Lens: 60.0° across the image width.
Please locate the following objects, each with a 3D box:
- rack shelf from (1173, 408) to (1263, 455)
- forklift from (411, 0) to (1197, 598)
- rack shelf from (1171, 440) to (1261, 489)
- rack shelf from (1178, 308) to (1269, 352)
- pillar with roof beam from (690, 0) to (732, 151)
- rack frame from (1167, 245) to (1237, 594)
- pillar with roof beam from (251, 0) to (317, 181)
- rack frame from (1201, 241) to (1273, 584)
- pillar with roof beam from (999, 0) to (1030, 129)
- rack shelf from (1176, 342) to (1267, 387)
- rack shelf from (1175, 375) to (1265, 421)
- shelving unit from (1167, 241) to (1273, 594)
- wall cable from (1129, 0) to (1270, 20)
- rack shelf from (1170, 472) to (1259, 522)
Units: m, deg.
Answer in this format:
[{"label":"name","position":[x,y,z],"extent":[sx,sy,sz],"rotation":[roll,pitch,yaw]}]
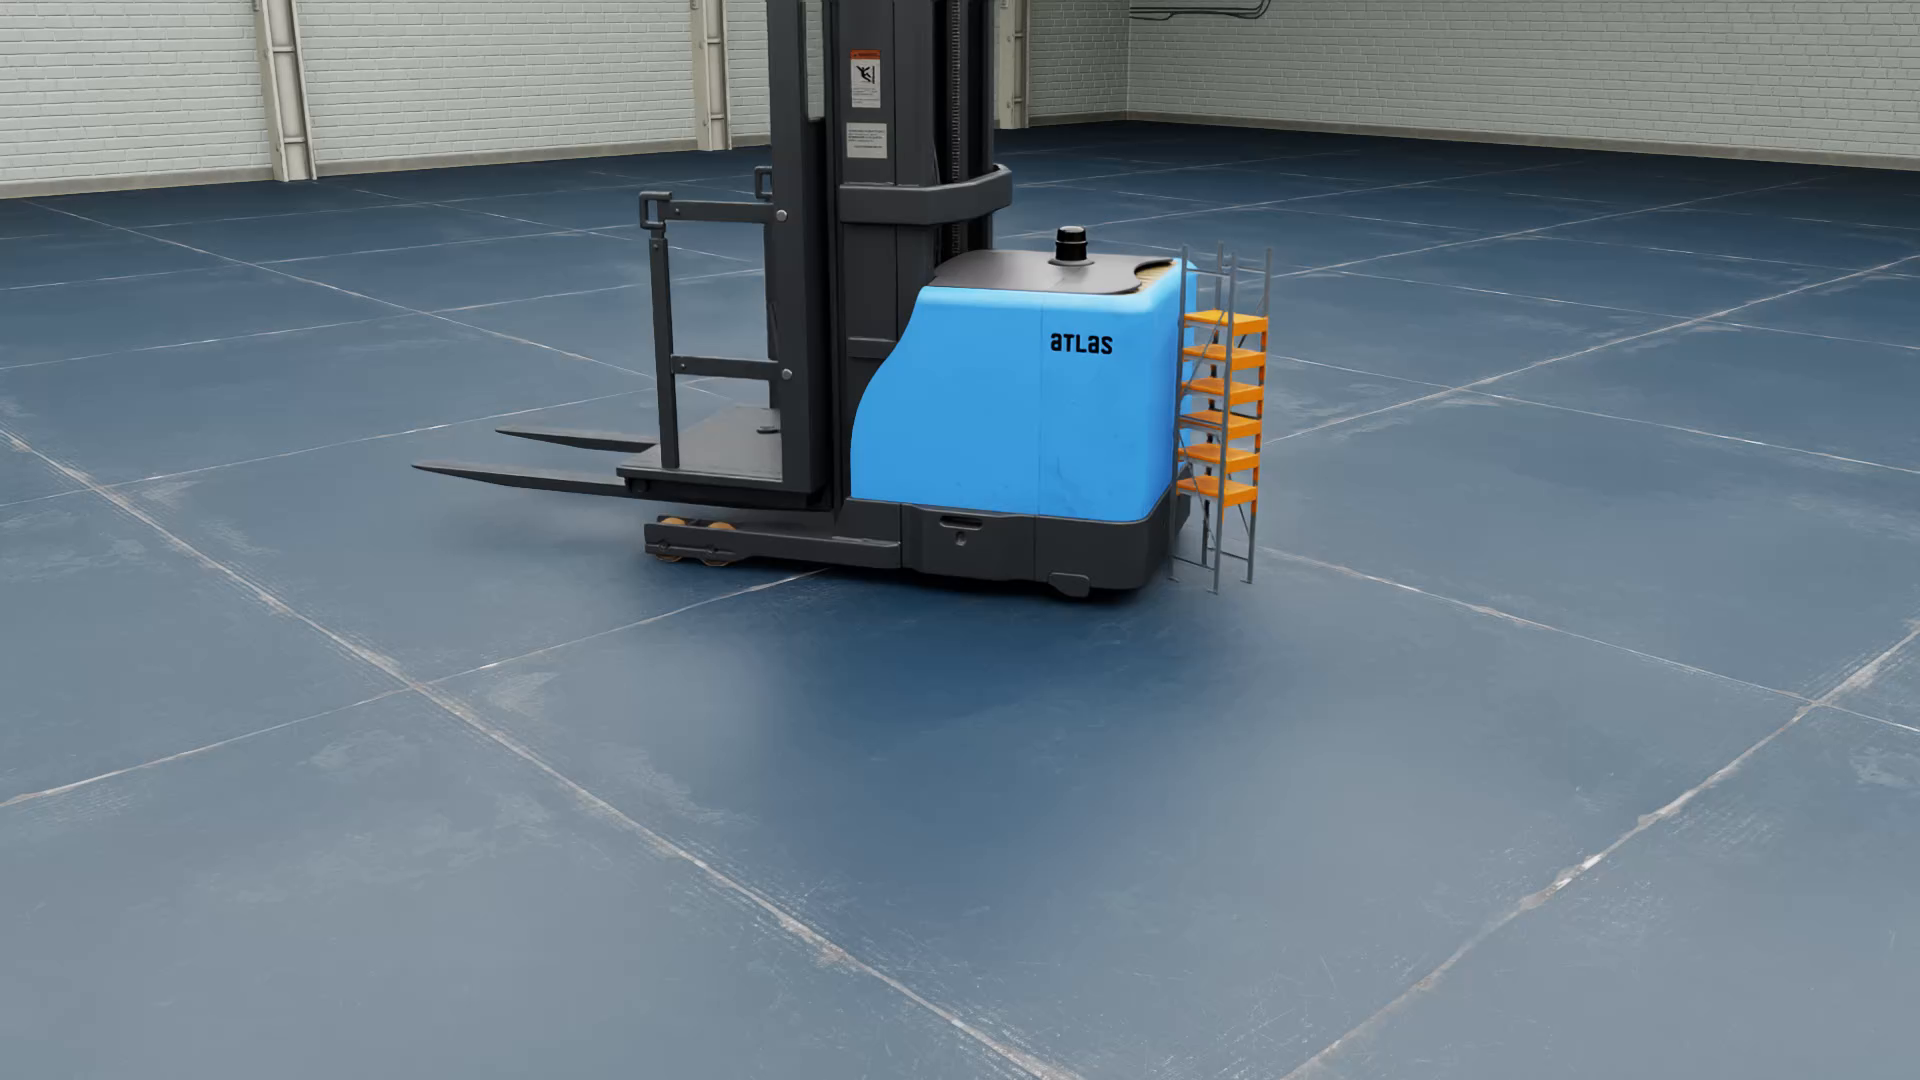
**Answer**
[{"label":"rack shelf","position":[0.907,-0.384,5.855],"extent":[0.180,0.103,0.258],"rotation":[-13,21,-38]},{"label":"forklift","position":[-0.667,-1.440,6.174],"extent":[3.031,2.935,1.130],"rotation":[6,19,17]},{"label":"rack shelf","position":[0.906,-0.269,5.889],"extent":[0.180,0.103,0.258],"rotation":[-13,21,-38]},{"label":"rack shelf","position":[0.910,-0.729,5.752],"extent":[0.180,0.103,0.258],"rotation":[-13,21,-38]},{"label":"pillar with roof beam","position":[-0.516,-8.840,19.160],"extent":[0.400,9.000,9.100],"rotation":[-16,24,-41]},{"label":"rack frame","position":[0.837,-0.410,5.785],"extent":[0.006,1.200,0.240],"rotation":[-13,21,-38]},{"label":"pillar with roof beam","position":[-4.876,-7.569,15.238],"extent":[0.400,9.000,9.100],"rotation":[-16,24,-41]},{"label":"rack frame","position":[0.977,-0.443,5.899],"extent":[0.006,1.200,0.240],"rotation":[-13,21,-38]},{"label":"pillar with roof beam","position":[3.844,-10.112,23.081],"extent":[0.400,9.000,9.100],"rotation":[-16,24,-41]},{"label":"rack shelf","position":[0.909,-0.614,5.786],"extent":[0.180,0.103,0.258],"rotation":[-13,21,-38]},{"label":"rack shelf","position":[0.908,-0.499,5.820],"extent":[0.180,0.103,0.258],"rotation":[-13,21,-38]},{"label":"shelving unit","position":[0.907,-0.426,5.842],"extent":[0.189,1.200,0.258],"rotation":[-13,21,-38]},{"label":"wall cable","position":[3.935,-9.927,27.547],"extent":[0.112,2.526,3.097],"rotation":[-16,24,-41]},{"label":"rack shelf","position":[0.905,-0.154,5.923],"extent":[0.180,0.103,0.258],"rotation":[-13,21,-38]}]
